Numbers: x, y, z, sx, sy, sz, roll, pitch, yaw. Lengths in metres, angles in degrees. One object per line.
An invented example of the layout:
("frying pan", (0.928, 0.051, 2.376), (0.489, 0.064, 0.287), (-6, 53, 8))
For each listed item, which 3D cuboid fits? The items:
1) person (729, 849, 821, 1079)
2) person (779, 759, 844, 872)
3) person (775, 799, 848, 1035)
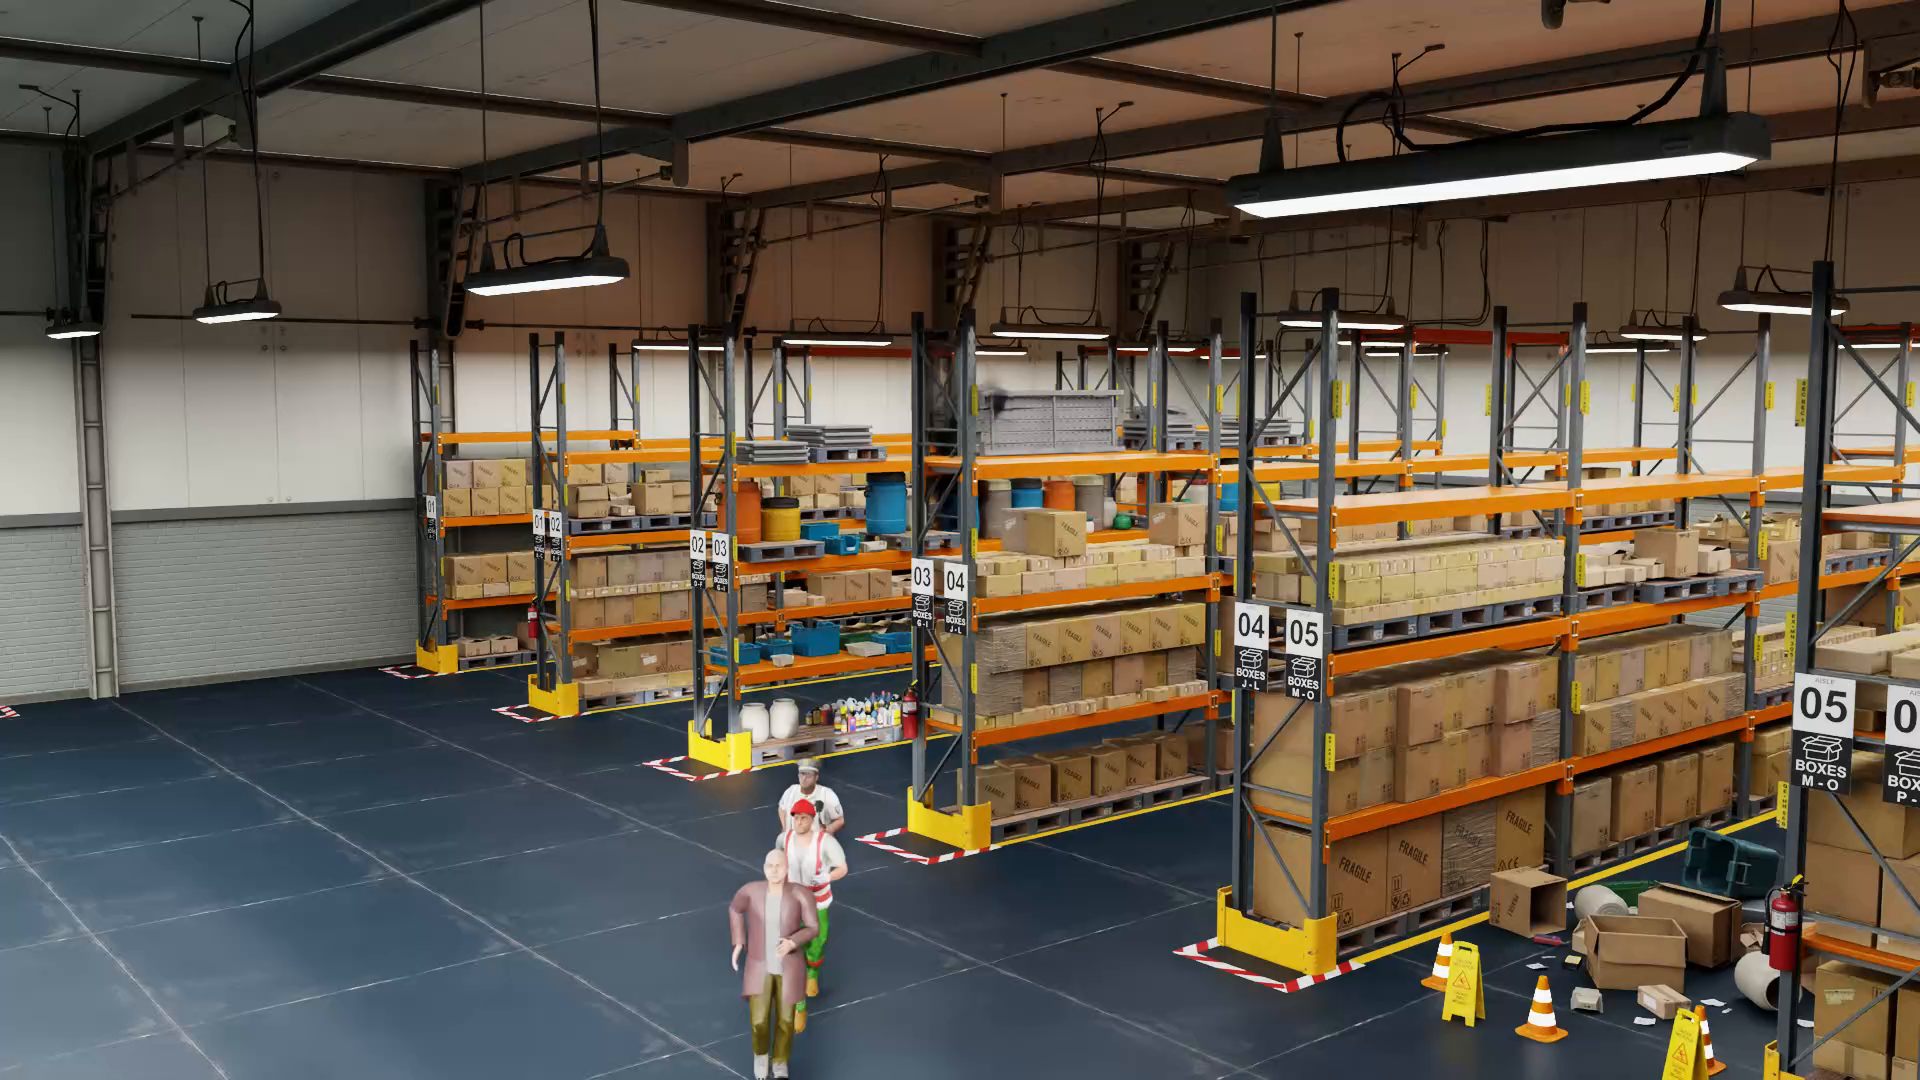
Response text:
("person", (-1.373, 3.152, 12.231), (0.685, 1.741, 0.693), (0, 5, -4))
("person", (-1.378, 2.890, 15.270), (0.631, 1.811, 0.700), (0, 5, 1))
("person", (-1.230, 3.008, 13.631), (0.629, 1.815, 0.916), (0, 5, 1))
